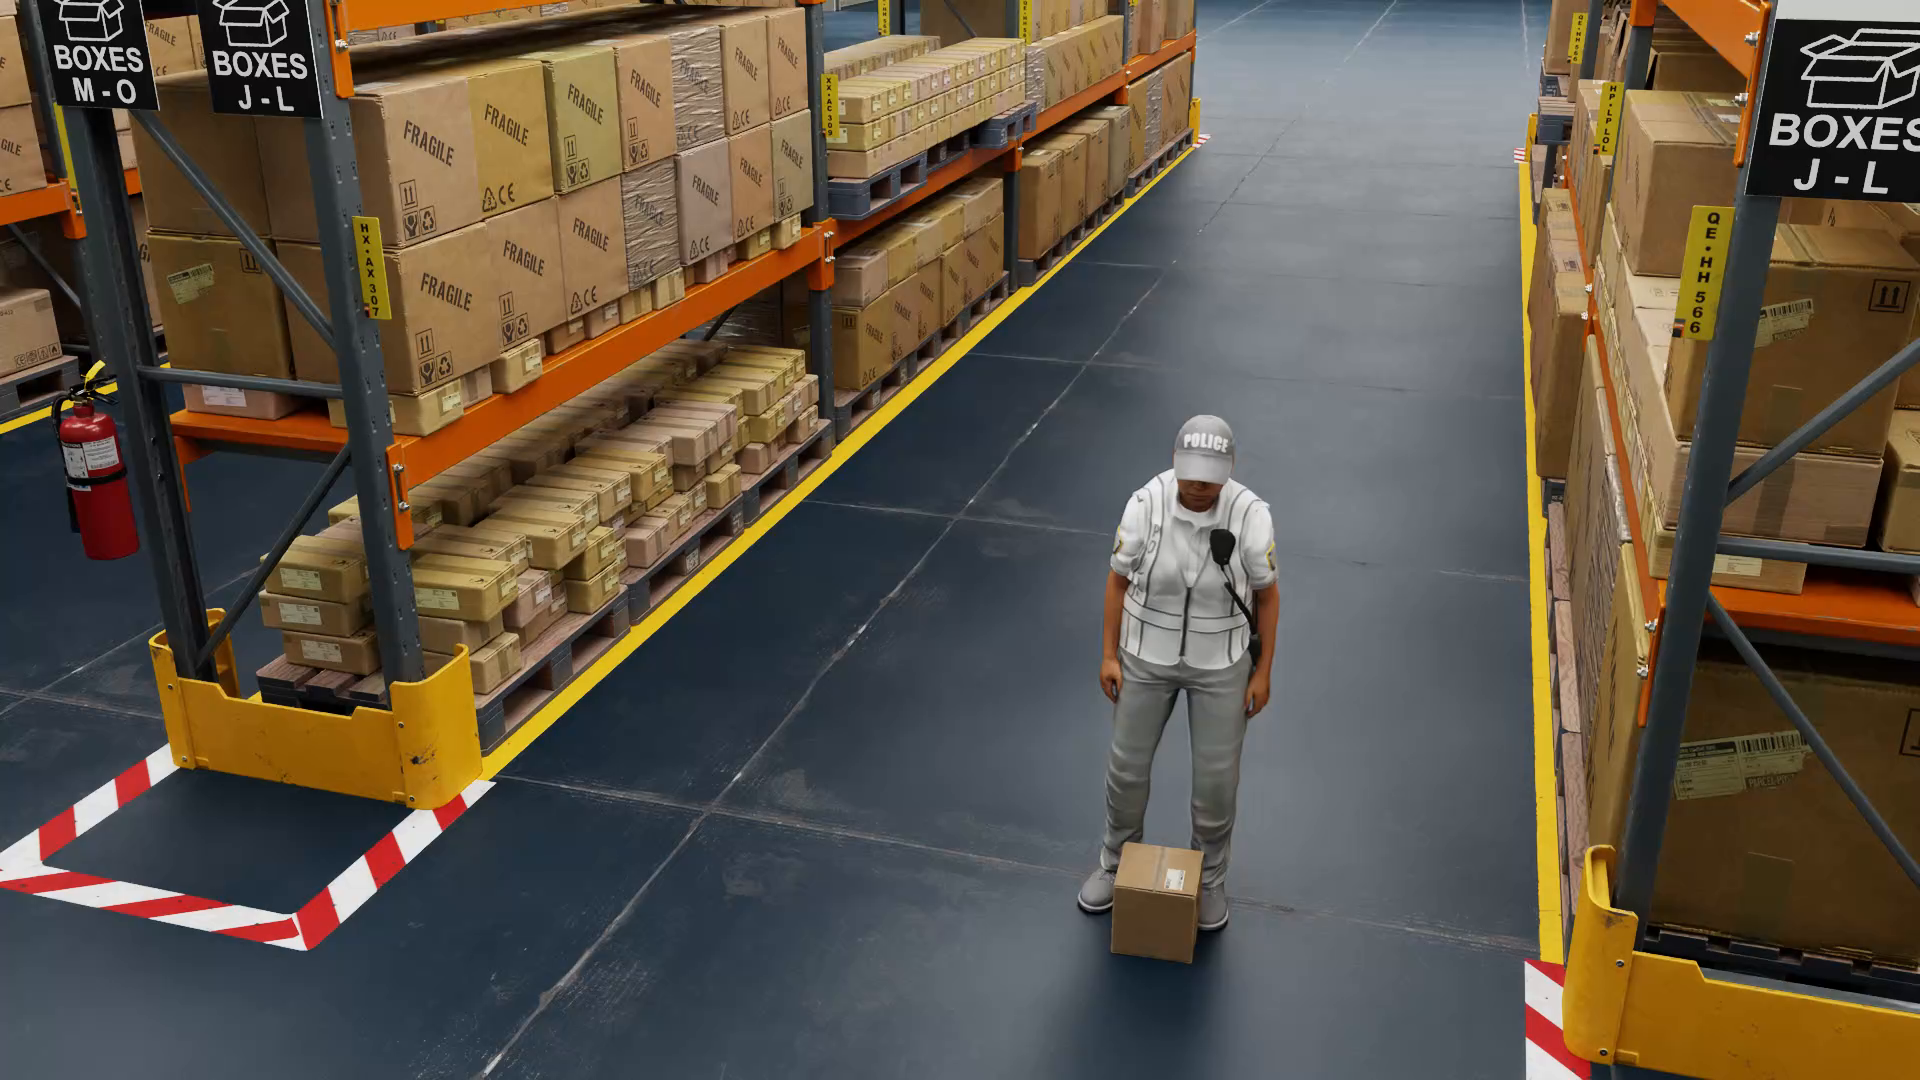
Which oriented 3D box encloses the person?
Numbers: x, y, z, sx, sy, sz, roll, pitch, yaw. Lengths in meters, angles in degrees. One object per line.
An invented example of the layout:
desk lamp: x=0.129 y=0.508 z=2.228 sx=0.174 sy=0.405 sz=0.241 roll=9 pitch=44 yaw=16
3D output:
person: x=0.678 y=0.394 z=5.110 sx=0.563 sy=1.665 sz=0.470 roll=5 pitch=23 yaw=12
